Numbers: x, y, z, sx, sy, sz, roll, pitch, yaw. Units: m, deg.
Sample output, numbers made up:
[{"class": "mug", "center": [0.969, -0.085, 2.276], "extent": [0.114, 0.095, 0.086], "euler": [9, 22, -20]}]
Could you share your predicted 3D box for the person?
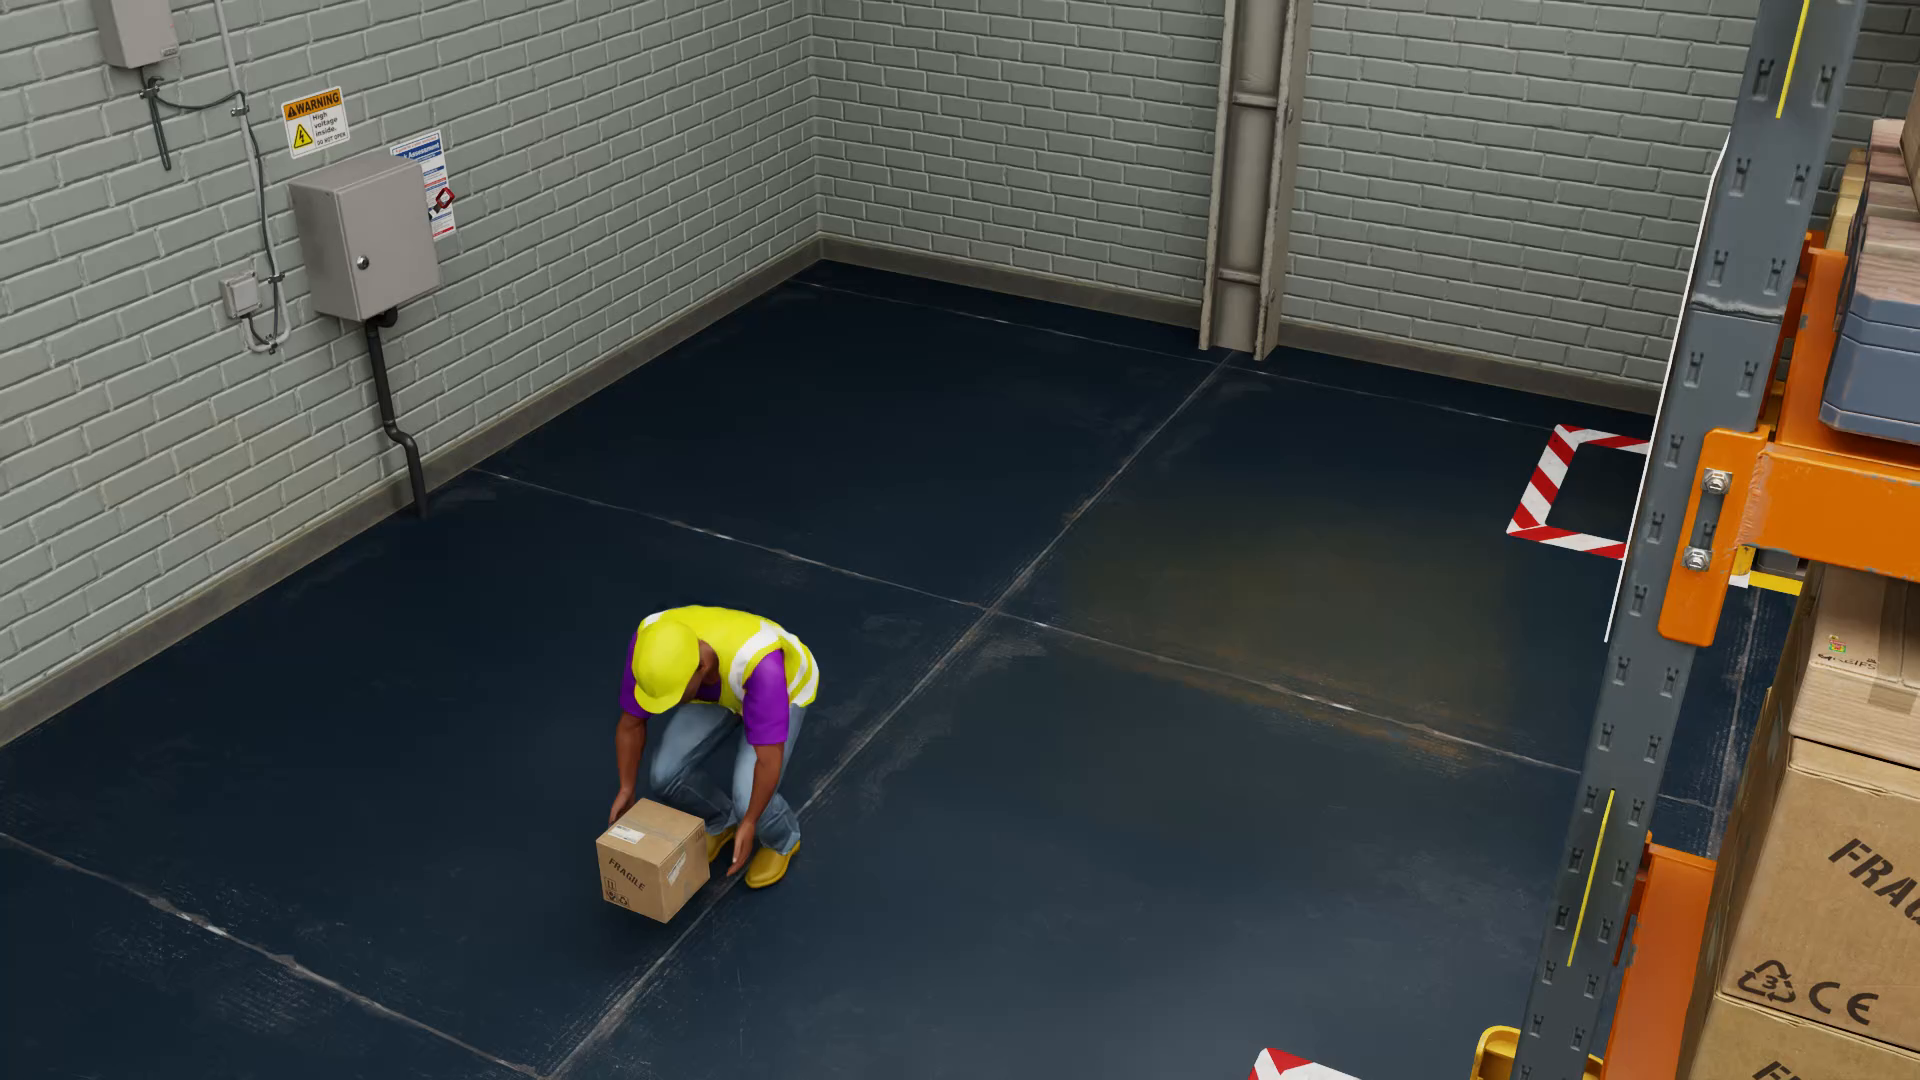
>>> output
[{"class": "person", "center": [-0.772, 0.642, 5.553], "extent": [0.620, 1.207, 0.839], "euler": [14, 33, 23]}]
